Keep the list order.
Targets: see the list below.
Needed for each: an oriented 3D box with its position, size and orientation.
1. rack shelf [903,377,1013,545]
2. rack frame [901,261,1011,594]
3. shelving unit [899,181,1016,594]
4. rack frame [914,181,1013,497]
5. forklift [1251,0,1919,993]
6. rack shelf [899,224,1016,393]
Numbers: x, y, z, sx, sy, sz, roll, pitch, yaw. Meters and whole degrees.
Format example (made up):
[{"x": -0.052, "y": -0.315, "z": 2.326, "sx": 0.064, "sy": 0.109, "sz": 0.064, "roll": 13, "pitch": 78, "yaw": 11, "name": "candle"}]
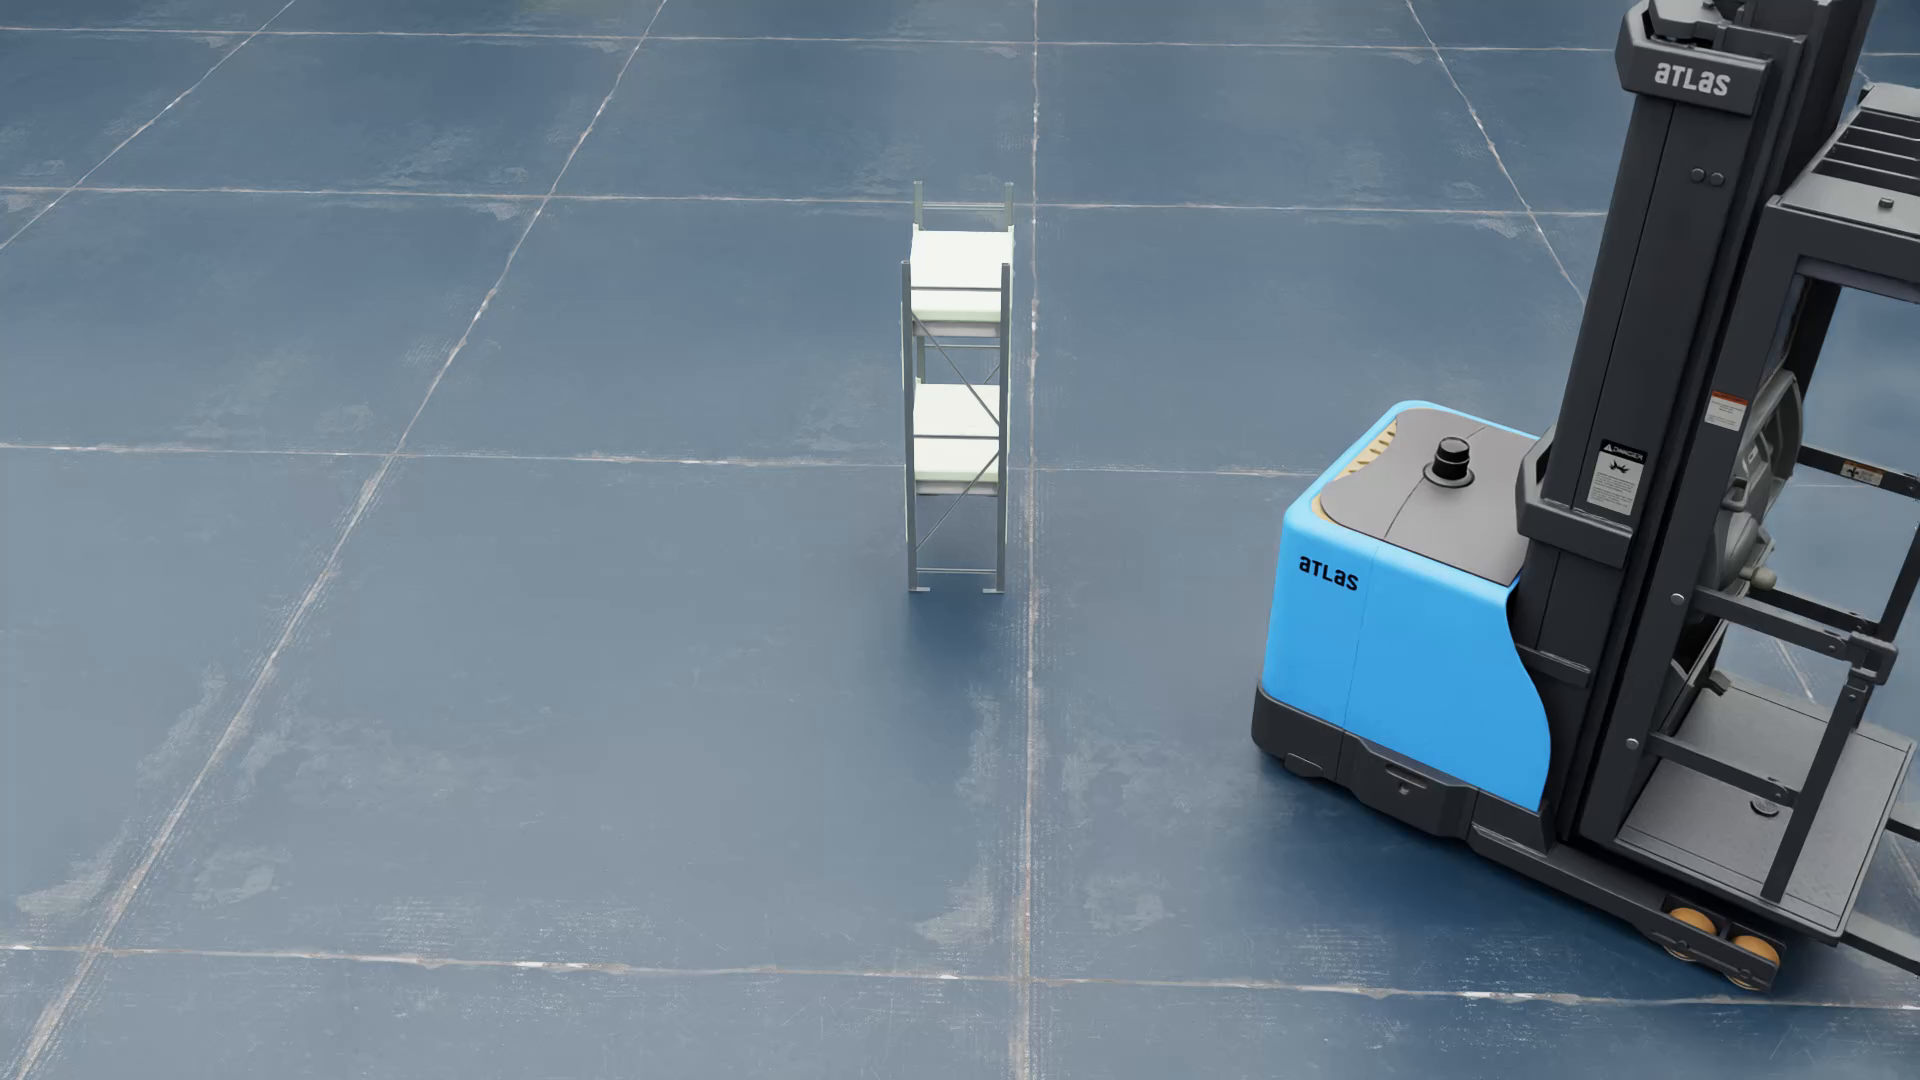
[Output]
[{"x": 0.000, "y": -0.343, "z": 7.001, "sx": 0.431, "sy": 0.370, "sz": 0.720, "roll": 1, "pitch": 35, "yaw": 2, "name": "rack shelf"}, {"x": -0.015, "y": -0.399, "z": 6.514, "sx": 0.400, "sy": 1.500, "sz": 0.023, "roll": 1, "pitch": 35, "yaw": 2, "name": "rack frame"}, {"x": 0.000, "y": -0.610, "z": 6.813, "sx": 0.431, "sy": 1.500, "sz": 0.755, "roll": 1, "pitch": 35, "yaw": 2, "name": "shelving unit"}, {"x": 0.014, "y": -0.820, "z": 7.113, "sx": 0.400, "sy": 1.500, "sz": 0.023, "roll": 1, "pitch": 35, "yaw": 2, "name": "rack frame"}, {"x": 2.555, "y": -0.134, "z": 4.892, "sx": 3.031, "sy": 2.935, "sz": 1.130, "roll": 23, "pitch": 41, "yaw": 29, "name": "forklift"}, {"x": 0.000, "y": -0.929, "z": 6.589, "sx": 0.431, "sy": 0.370, "sz": 0.720, "roll": 1, "pitch": 35, "yaw": 2, "name": "rack shelf"}]
